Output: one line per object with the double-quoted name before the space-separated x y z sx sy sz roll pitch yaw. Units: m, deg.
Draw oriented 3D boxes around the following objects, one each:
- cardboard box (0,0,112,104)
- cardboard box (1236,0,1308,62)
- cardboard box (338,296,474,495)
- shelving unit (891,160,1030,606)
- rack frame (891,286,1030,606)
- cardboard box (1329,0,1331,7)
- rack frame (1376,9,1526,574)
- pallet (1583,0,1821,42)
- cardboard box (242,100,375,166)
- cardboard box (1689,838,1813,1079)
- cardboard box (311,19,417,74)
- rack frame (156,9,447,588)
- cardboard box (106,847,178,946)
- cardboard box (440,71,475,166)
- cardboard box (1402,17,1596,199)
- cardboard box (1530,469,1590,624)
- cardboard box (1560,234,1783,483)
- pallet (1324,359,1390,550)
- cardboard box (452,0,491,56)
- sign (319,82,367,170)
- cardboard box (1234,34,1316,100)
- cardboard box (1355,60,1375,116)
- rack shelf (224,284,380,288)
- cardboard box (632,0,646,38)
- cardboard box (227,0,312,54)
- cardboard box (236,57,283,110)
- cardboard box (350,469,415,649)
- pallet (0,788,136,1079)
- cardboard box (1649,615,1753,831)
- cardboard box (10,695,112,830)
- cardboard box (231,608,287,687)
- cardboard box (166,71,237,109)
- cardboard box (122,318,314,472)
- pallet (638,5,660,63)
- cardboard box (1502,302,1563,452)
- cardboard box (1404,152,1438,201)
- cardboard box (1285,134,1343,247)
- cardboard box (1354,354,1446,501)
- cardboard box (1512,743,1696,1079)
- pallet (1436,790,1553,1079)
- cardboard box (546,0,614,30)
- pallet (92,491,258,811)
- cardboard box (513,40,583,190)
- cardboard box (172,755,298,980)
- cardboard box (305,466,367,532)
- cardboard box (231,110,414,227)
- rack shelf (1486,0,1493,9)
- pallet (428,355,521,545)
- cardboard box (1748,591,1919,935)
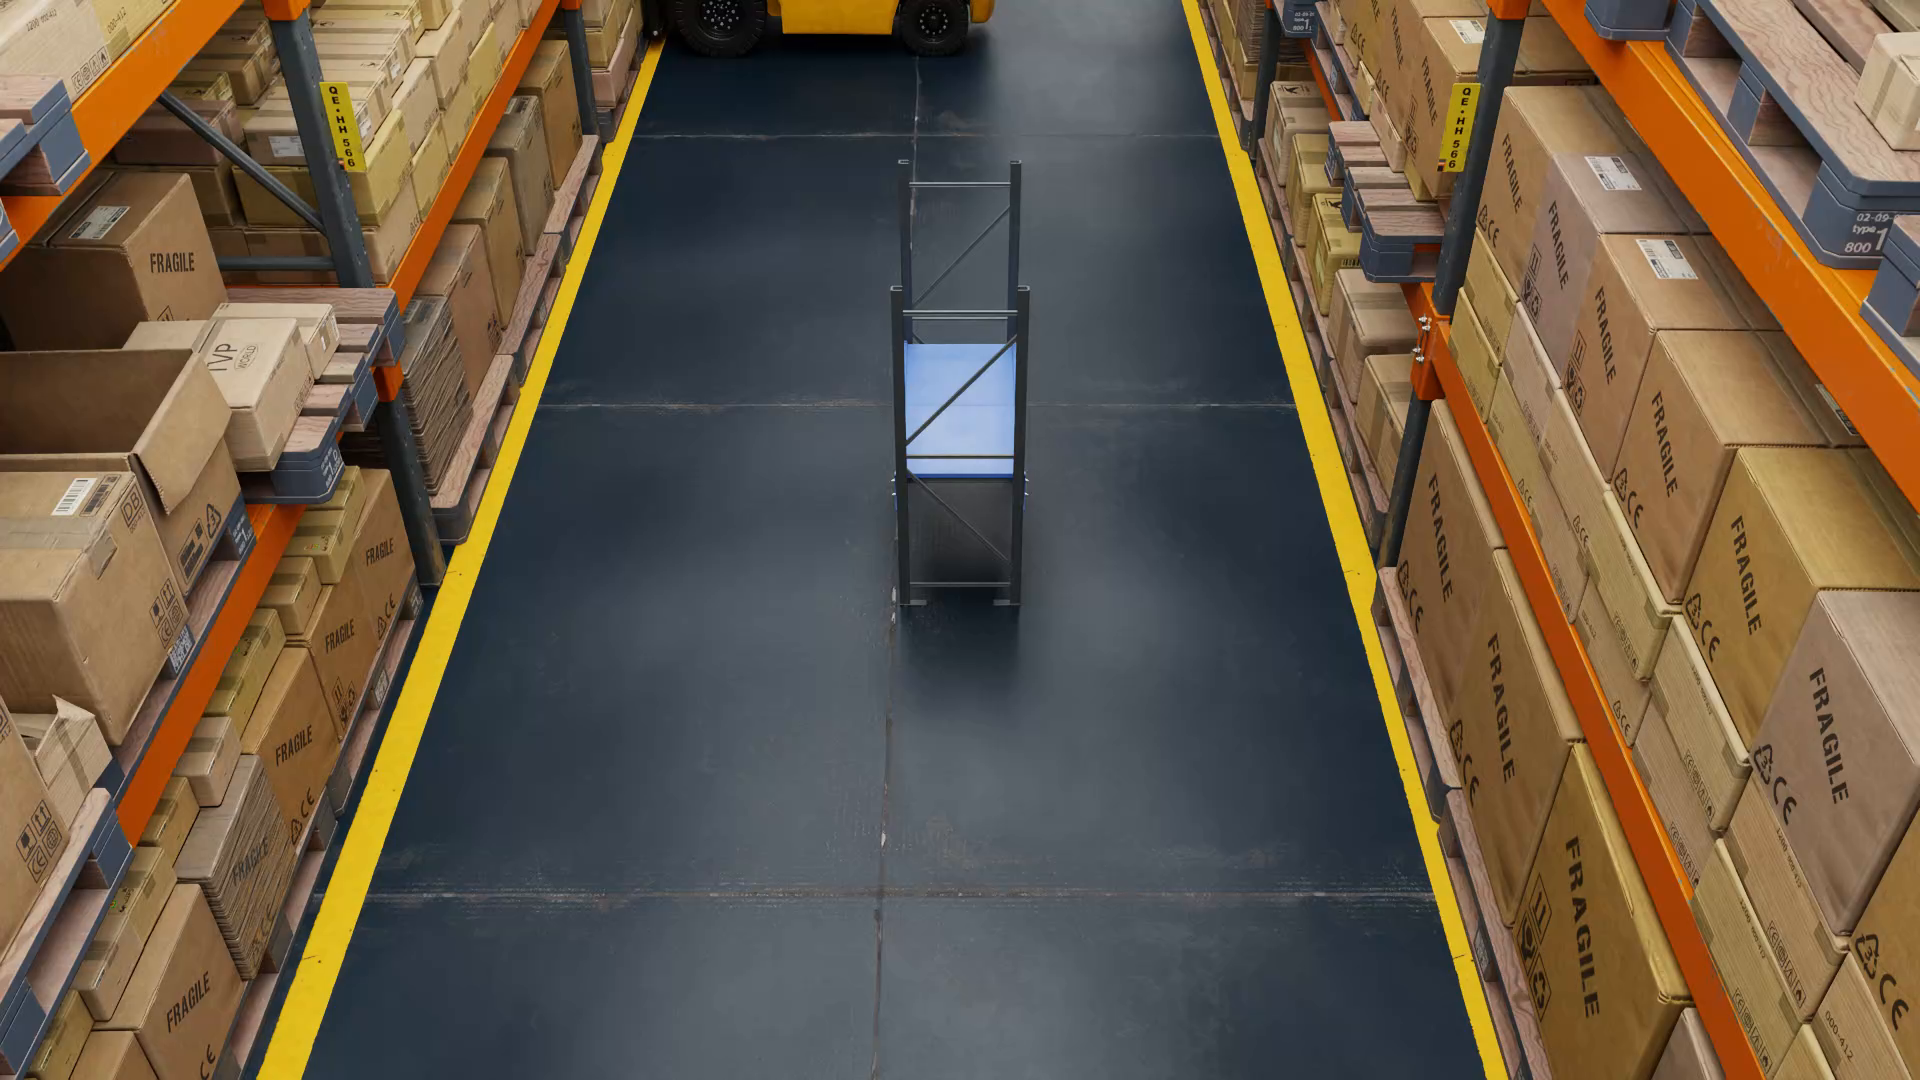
"cardboard box" -2.443 -1.172 4.035 0.500 0.250 0.500 0 39 0
"cardboard box" 2.002 -3.268 10.193 0.500 0.500 0.500 -1 39 -1
"cardboard box" -2.675 -0.635 7.207 0.875 0.625 0.625 1 39 1
"shelving unit" 0.000 -0.639 6.848 0.538 1.500 1.048 0 39 0
"rack frame" 0.000 -0.321 6.451 0.500 1.500 0.032 0 39 0
"cardboard box" 1.981 -2.586 7.944 0.380 0.149 0.250 0 39 0
"rack frame" 2.276 -1.014 6.116 1.000 3.000 0.127 0 39 0
"pallet" 2.329 -1.708 4.735 1.213 0.211 1.003 2 39 2
"cardboard box" -2.394 -1.499 6.124 0.380 0.149 0.250 1 39 1
"cardboard box" 2.028 0.947 3.789 0.500 0.250 0.500 -1 39 -1
"cardboard box" -2.434 -1.991 6.737 0.380 0.149 0.250 0 39 0
"rack frame" -2.688 -1.008 6.109 1.000 3.000 0.127 0 39 0
"cardboard box" -2.482 1.011 4.734 0.380 0.149 0.250 1 39 2
"cardboard box" -2.447 -1.864 7.297 0.500 0.250 0.500 -1 39 -2
"cardboard box" 1.997 -1.617 6.215 0.500 0.500 0.500 -1 39 -1
"cardboard box" 2.038 0.000 4.971 0.500 0.250 0.500 1 39 1
"cardboard box" 2.027 -0.501 4.596 0.500 0.500 0.500 1 39 1
"pallet" 2.276 -0.414 7.598 1.003 0.211 1.213 0 39 0
"cardboard box" -2.452 -2.382 7.544 0.500 0.250 0.500 0 39 1
"sign" -2.145 -1.435 5.779 0.100 0.325 0.005 0 39 0
"cardboard box" 2.002 -2.976 10.427 0.500 0.250 0.500 2 39 2
"cardboard box" 1.916 -1.939 7.136 0.380 0.149 0.250 1 39 1
"rack shelf" -2.690 -2.054 7.833 0.919 0.124 3.809 0 39 0
"cardboard box" -2.394 -3.542 11.134 0.500 0.250 0.500 1 39 1
"cardboard box" -2.935 -2.146 6.930 0.380 0.149 0.250 0 39 0
"cardboard box" -2.969 -1.745 6.749 0.500 0.250 0.500 0 39 0
"cardboard box" -2.473 0.068 6.430 0.500 0.500 0.500 1 39 1
"pallet" -2.575 1.069 3.671 1.003 0.211 1.213 0 39 0
"cardboard box" 2.022 0.439 4.024 0.500 0.250 0.500 1 39 1
"cardboard box" -2.301 0.513 3.983 0.396 0.266 0.258 2 39 2
"cardboard box" -2.492 0.360 5.547 0.380 0.149 0.250 1 39 1
"cardboard box" -3.003 -1.667 6.333 0.380 0.149 0.250 1 39 1
"cardboard box" -2.363 -0.454 5.202 0.500 0.250 0.500 -2 39 -2
"pallet" -2.656 -3.683 11.677 1.003 0.211 1.213 0 39 0
"cardboard box" 2.029 -0.510 5.208 0.500 0.250 0.500 1 39 1
"cardboard box" 1.967 -1.452 6.528 0.380 0.149 0.250 1 39 1
"cardboard box" 2.278 -1.876 8.958 0.950 0.372 0.625 2 39 3
"cardboard box" 2.285 -0.505 7.248 0.950 0.372 0.625 -2 39 -3
"cardboard box" 2.191 1.200 4.717 0.875 0.875 0.875 1 39 1
"pallet" 2.200 1.329 5.423 1.003 0.211 1.213 0 39 0
"cardboard box" -2.379 -3.293 10.024 0.500 0.250 0.500 -1 39 -1
"pallet" -2.681 0.283 4.651 1.003 0.211 1.213 0 39 0
"cardboard box" -2.681 -2.420 9.434 0.875 0.625 0.625 2 39 2
"cardboard box" -2.460 1.033 5.225 0.500 0.500 0.500 -1 39 -2
"cardboard box" -2.434 -0.141 6.171 0.380 0.149 0.250 -2 39 -2
"cardboard box" -2.419 -1.422 6.346 0.500 0.250 0.500 0 39 0
"rack shelf" 2.273 -3.154 6.964 1.077 0.370 4.000 0 39 0
"pallet" -2.650 -0.434 7.623 1.003 0.211 1.213 0 39 0
"cardboard box" 2.021 0.456 3.403 0.500 0.500 0.500 1 39 1
